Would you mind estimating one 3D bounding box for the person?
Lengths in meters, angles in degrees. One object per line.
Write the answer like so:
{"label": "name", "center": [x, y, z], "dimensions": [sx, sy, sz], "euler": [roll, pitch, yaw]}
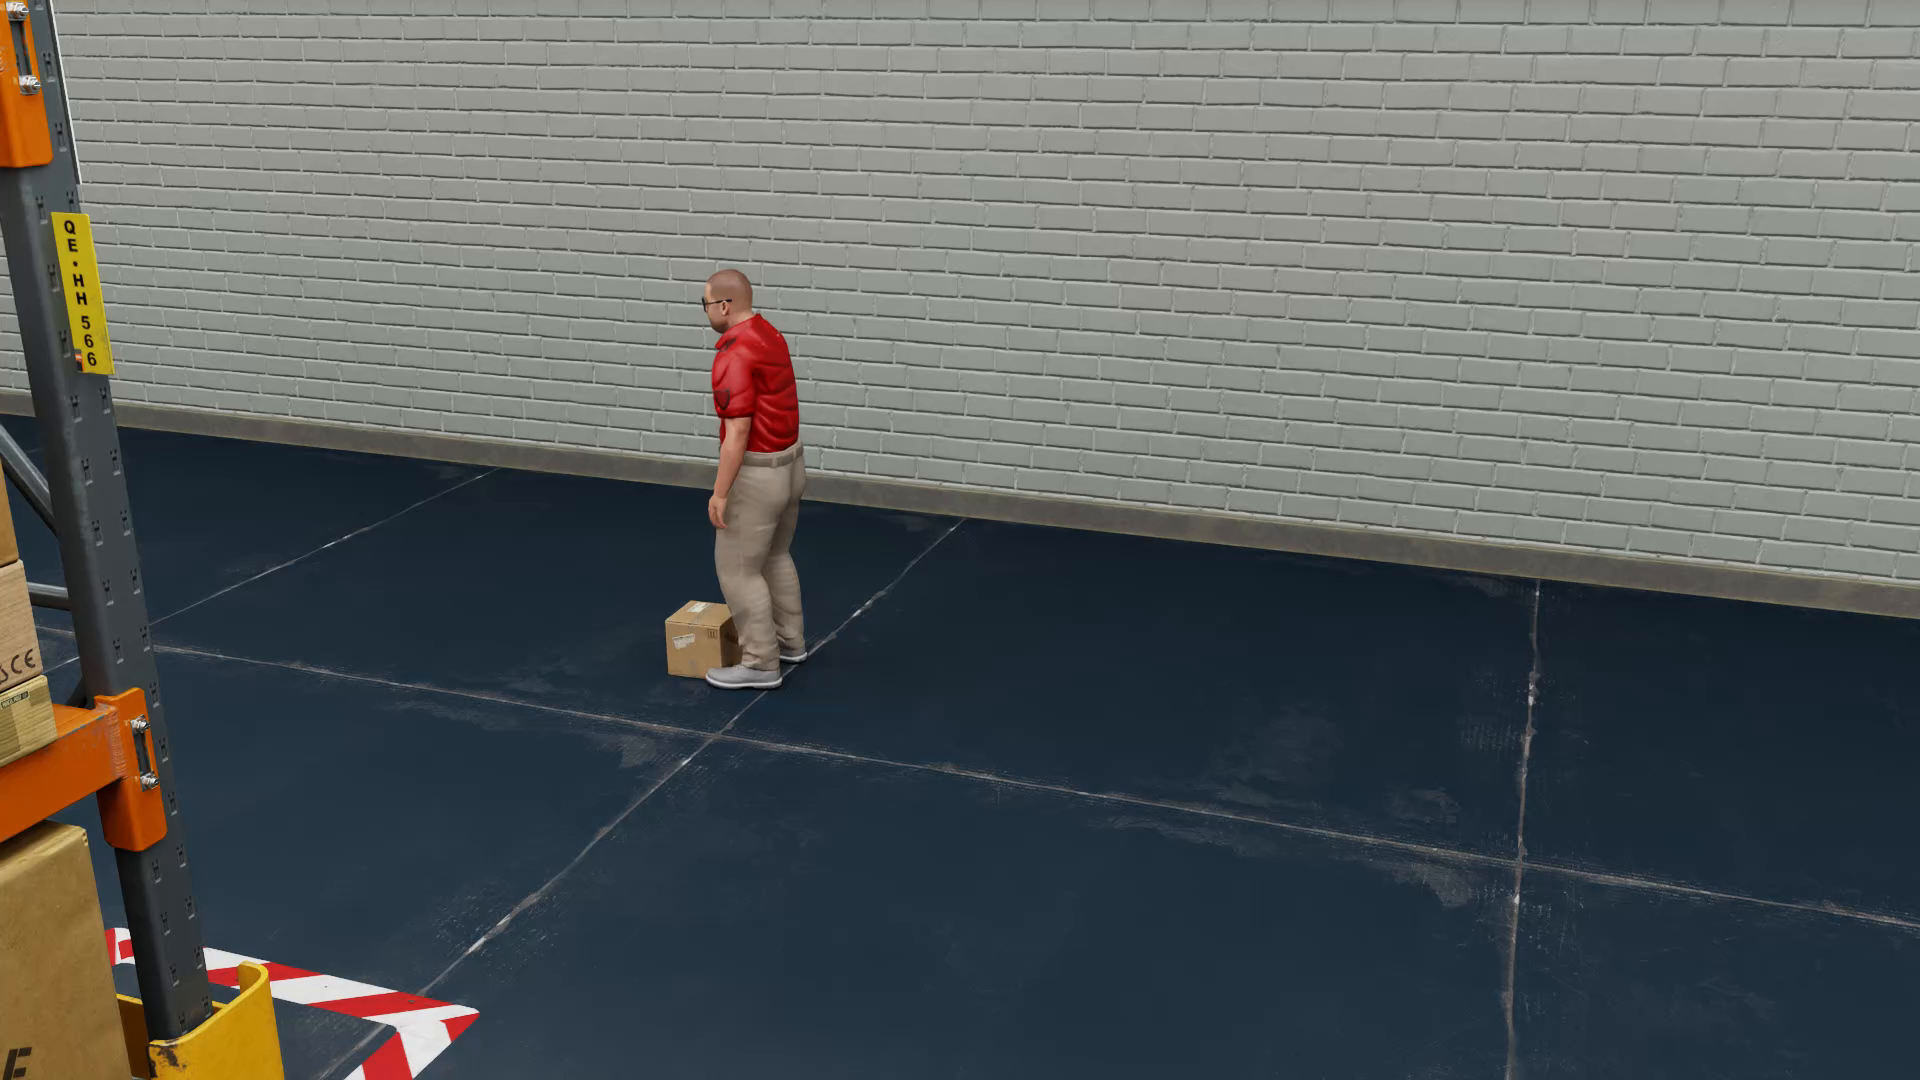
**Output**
{"label": "person", "center": [-0.847, -0.247, 6.817], "dimensions": [0.384, 1.728, 0.602], "euler": [6, 19, 16]}
